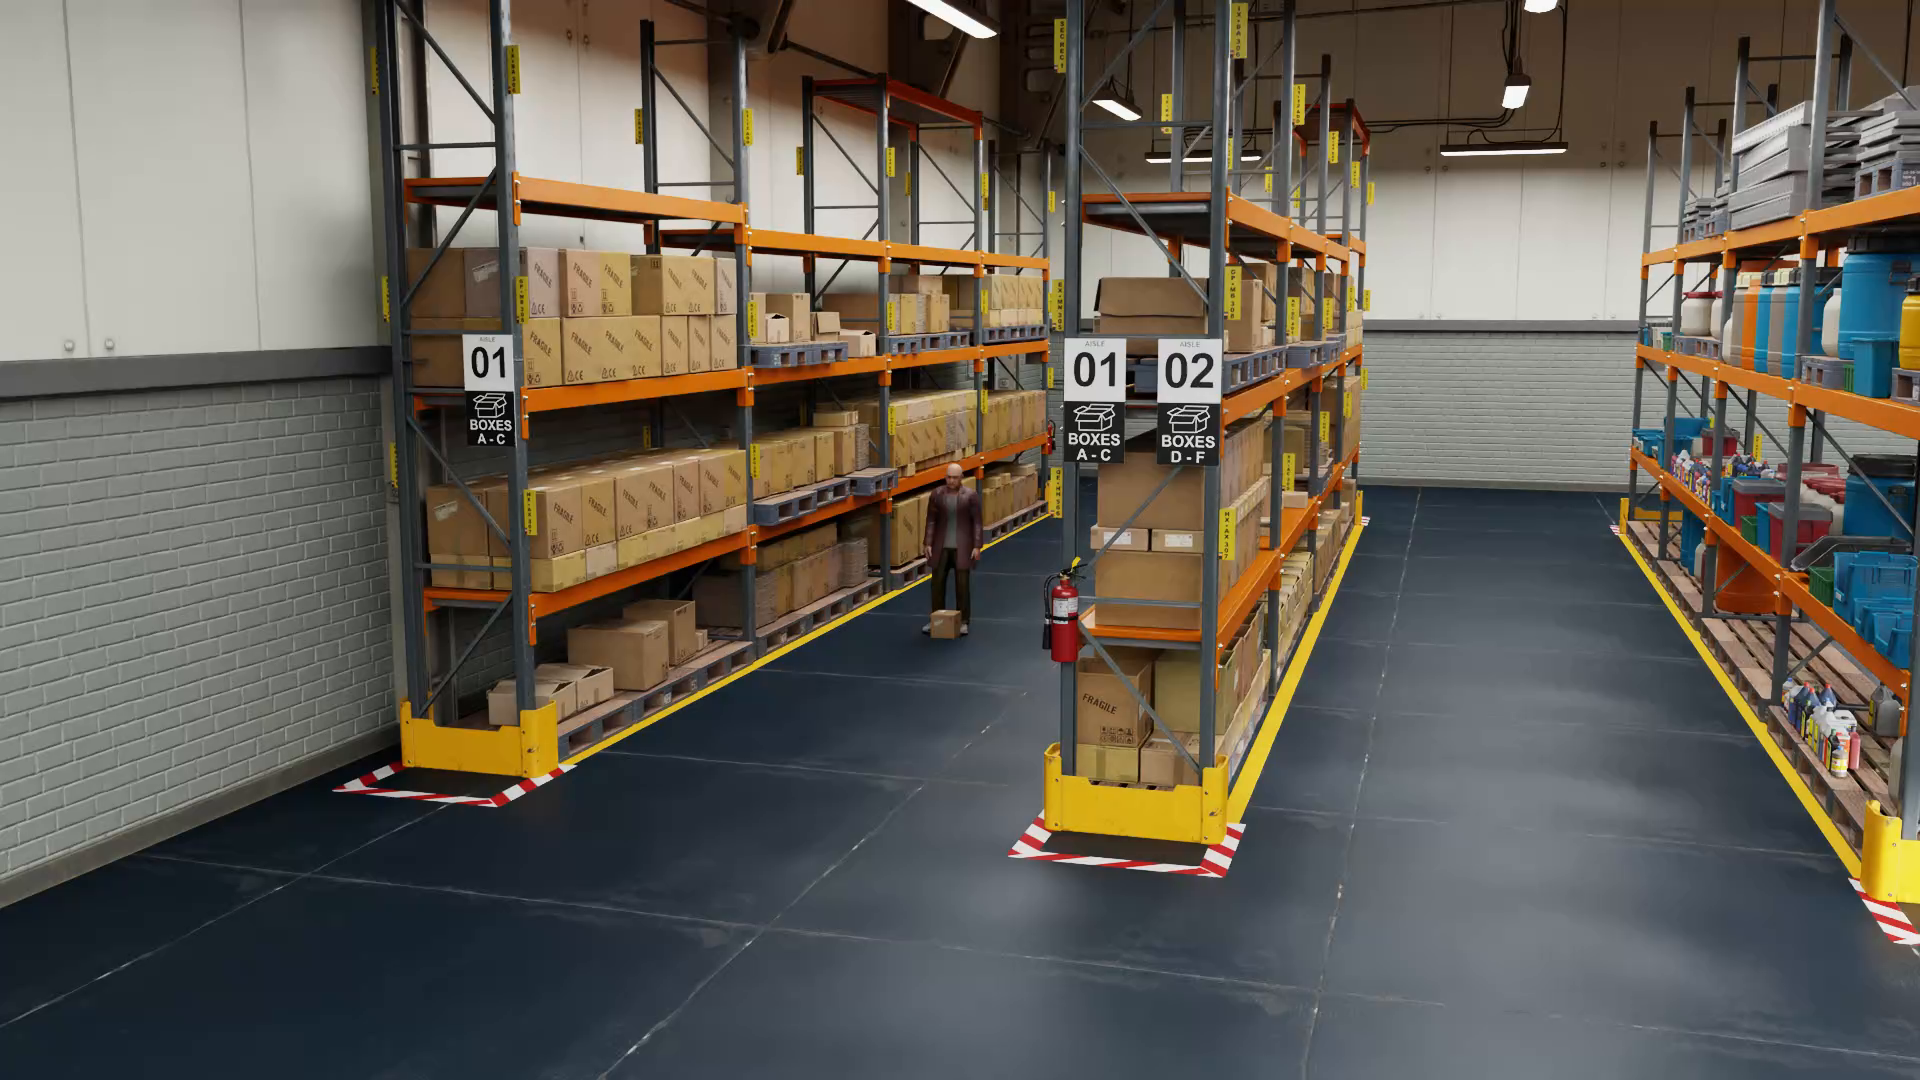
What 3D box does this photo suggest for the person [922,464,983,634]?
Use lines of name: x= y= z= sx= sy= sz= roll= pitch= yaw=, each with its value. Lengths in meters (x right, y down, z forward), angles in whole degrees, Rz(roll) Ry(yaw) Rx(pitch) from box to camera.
person: x=-0.074 y=0.083 z=17.306 sx=0.644 sy=1.772 sz=0.429 roll=2 pitch=8 yaw=13
